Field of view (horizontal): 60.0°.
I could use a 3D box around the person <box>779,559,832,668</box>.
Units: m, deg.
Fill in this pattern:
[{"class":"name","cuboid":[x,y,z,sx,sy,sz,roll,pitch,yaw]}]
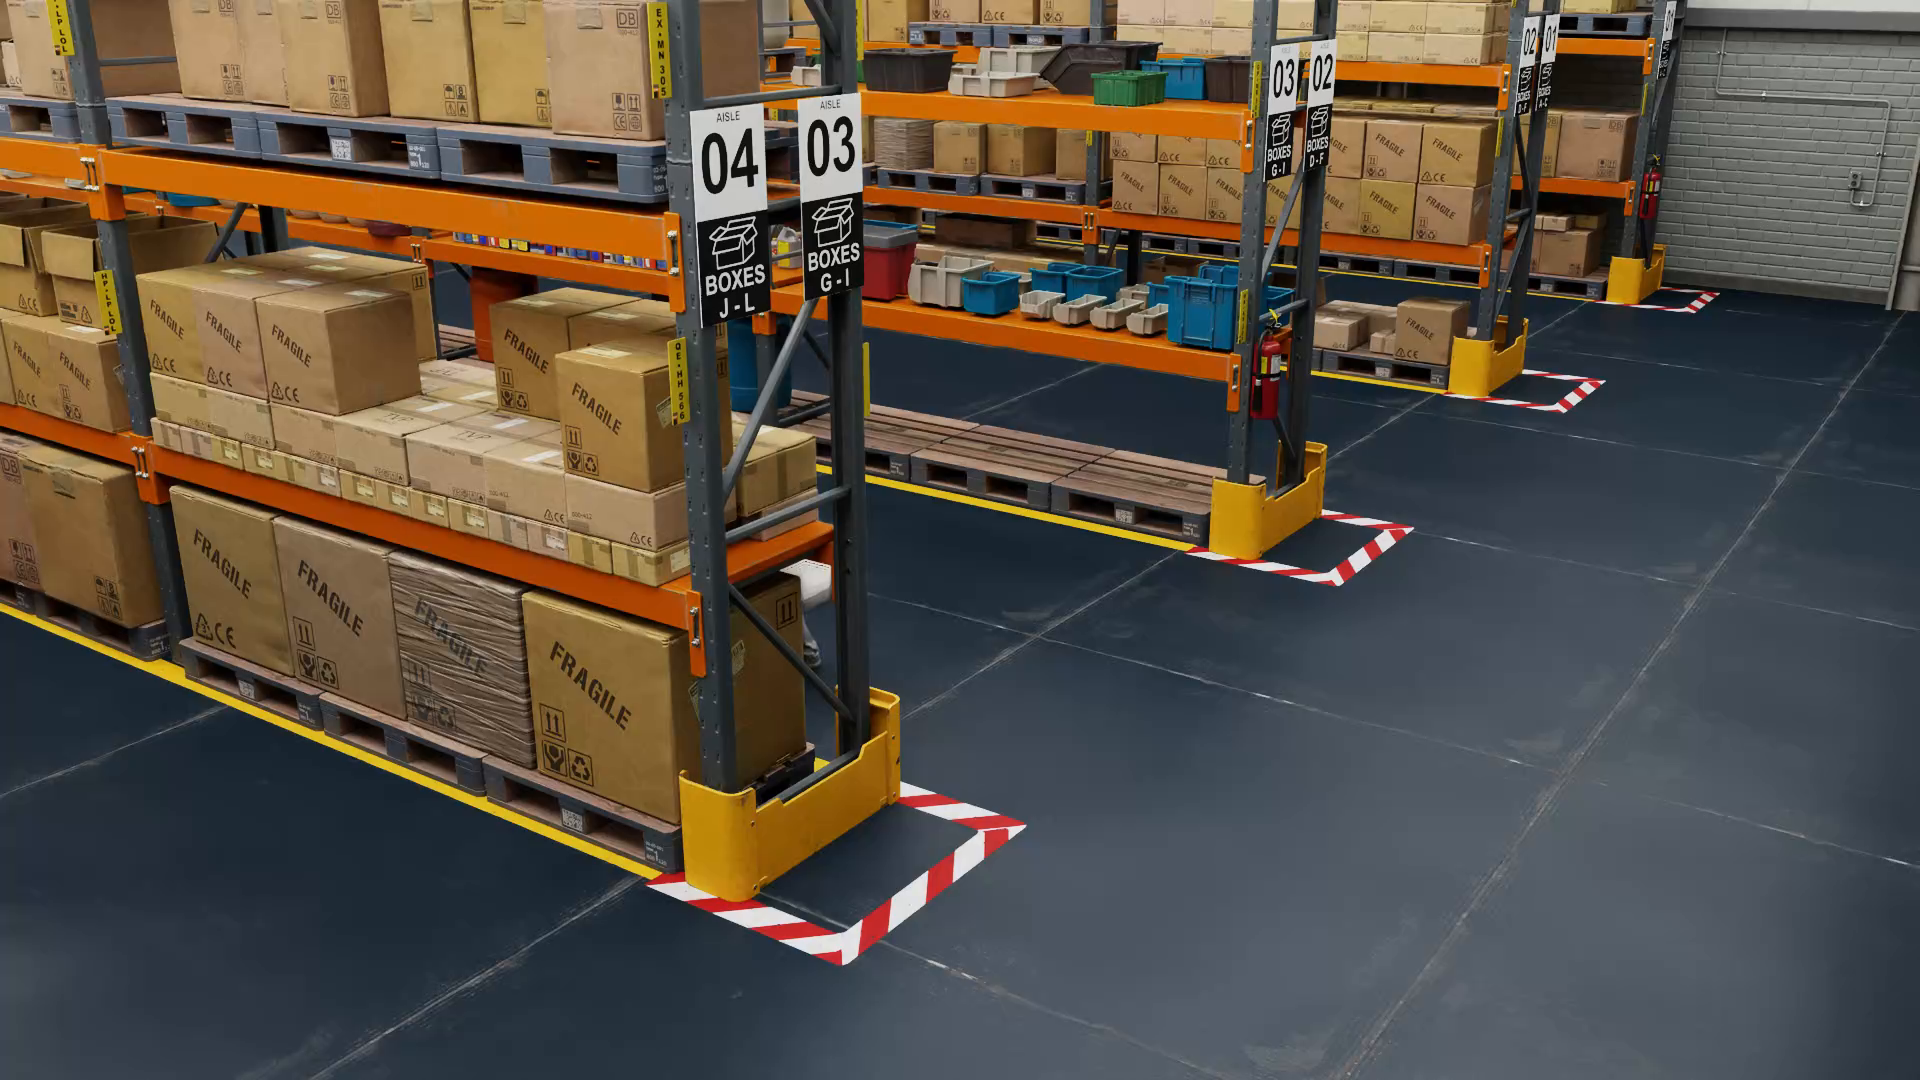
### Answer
[{"class":"person","cuboid":[-1.097,0.214,9.024,0.892,1.040,0.587,13,23,32]}]
